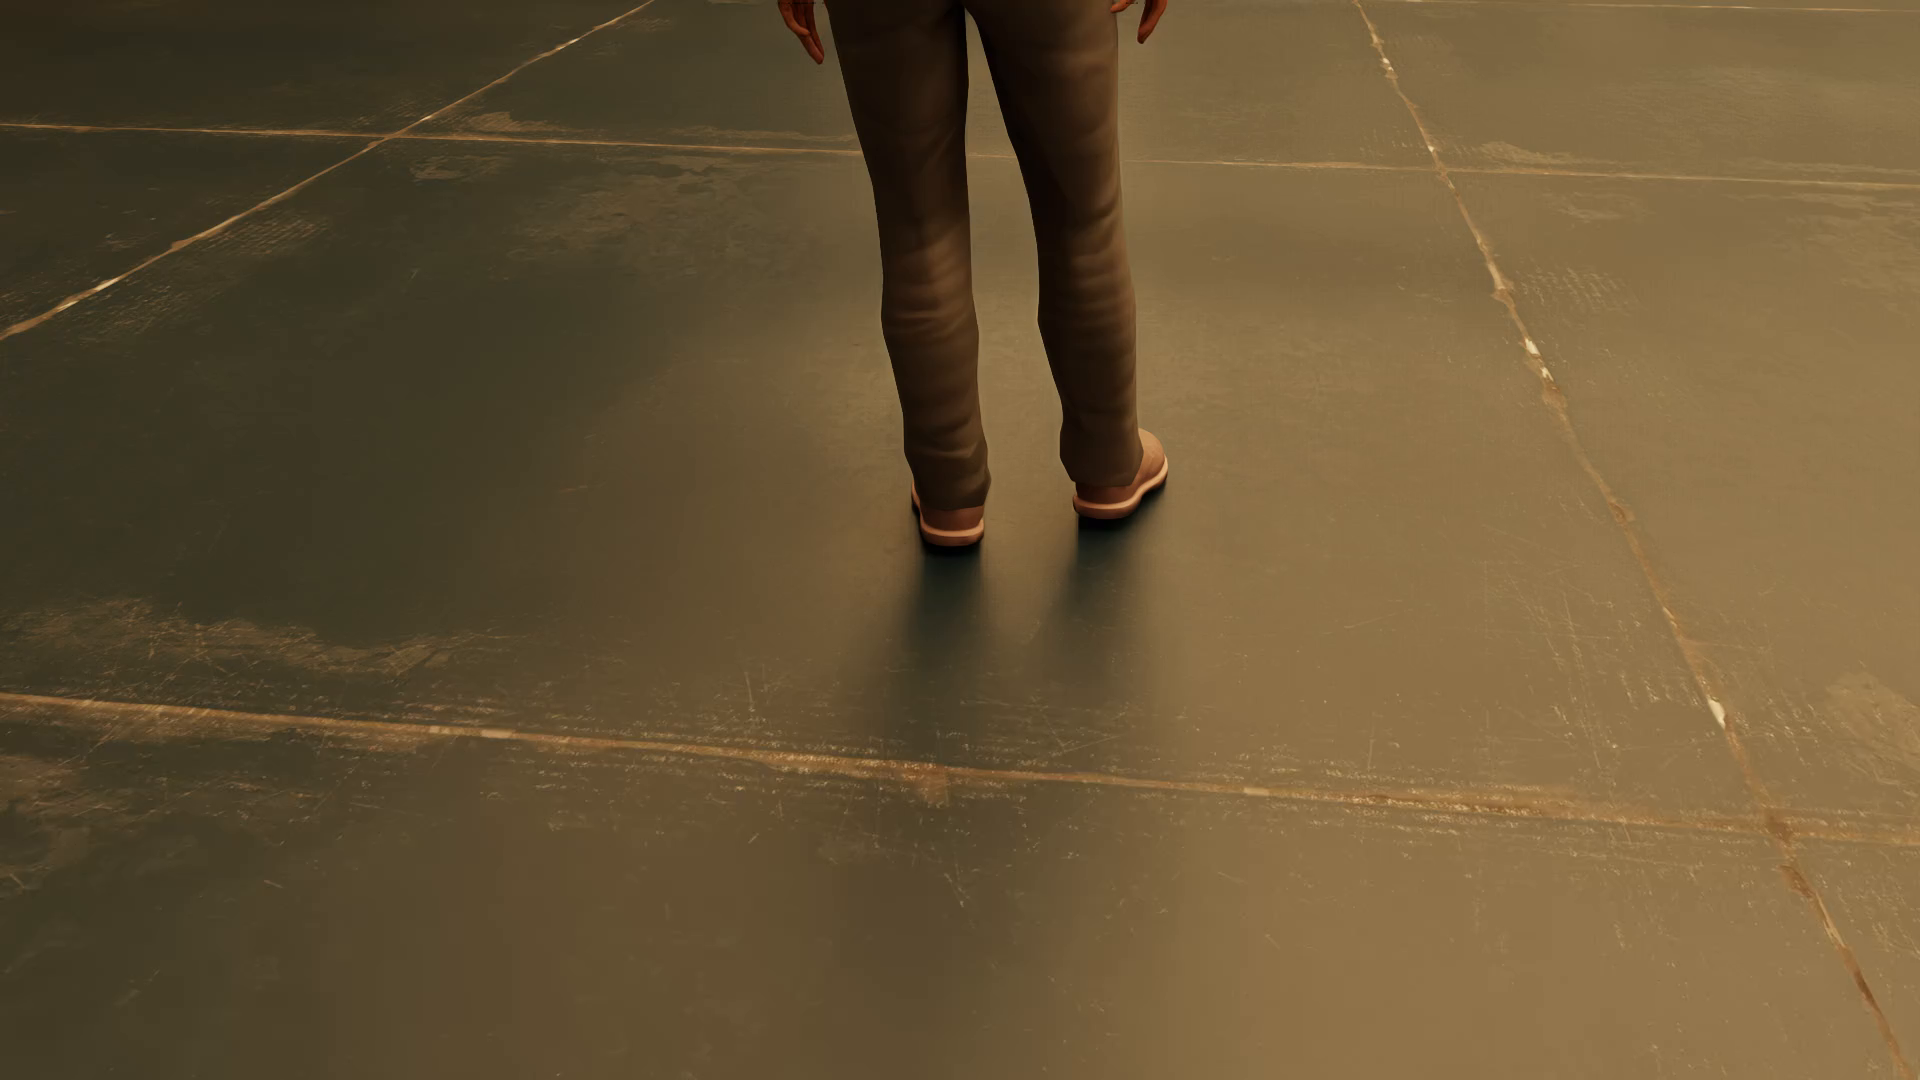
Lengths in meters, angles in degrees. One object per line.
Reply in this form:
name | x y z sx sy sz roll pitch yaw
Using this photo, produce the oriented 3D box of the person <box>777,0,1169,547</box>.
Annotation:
person | 0.031 -0.784 2.203 0.570 1.656 0.503 3 27 7
